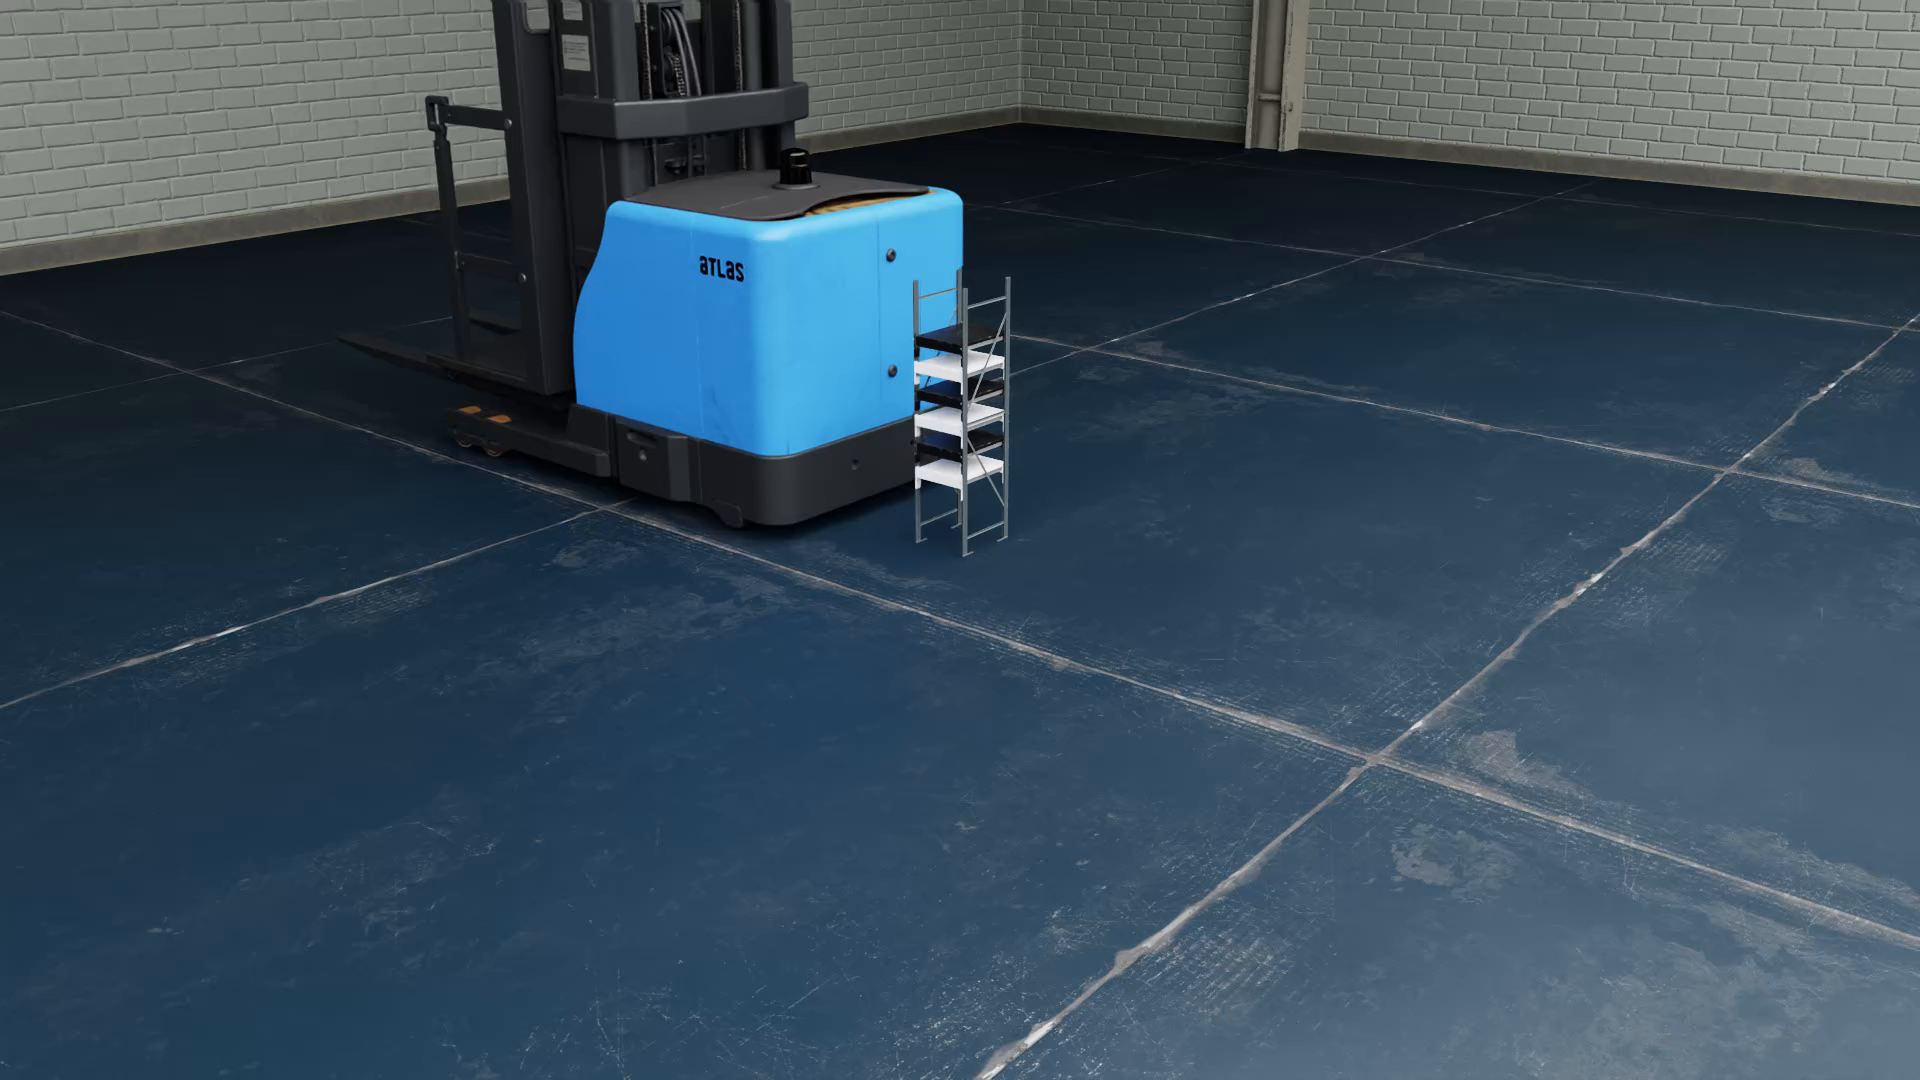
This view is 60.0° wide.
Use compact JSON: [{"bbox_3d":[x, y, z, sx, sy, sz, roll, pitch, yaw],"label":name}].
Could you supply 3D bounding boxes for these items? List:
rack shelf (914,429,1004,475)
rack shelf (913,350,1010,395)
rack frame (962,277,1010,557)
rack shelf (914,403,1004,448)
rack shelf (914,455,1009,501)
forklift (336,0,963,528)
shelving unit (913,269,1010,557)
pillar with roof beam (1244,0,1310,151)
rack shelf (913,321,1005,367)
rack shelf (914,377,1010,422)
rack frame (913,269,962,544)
[{"bbox_3d":[0.006,-0.304,5.548,0.200,0.077,0.258,16,26,36],"label":"rack shelf"},{"bbox_3d":[0.006,-0.556,5.453,0.200,0.077,0.258,16,26,36],"label":"rack shelf"},{"bbox_3d":[0.085,-0.397,5.444,0.006,0.900,0.240,16,26,36],"label":"rack frame"},{"bbox_3d":[0.006,-0.388,5.516,0.200,0.077,0.258,16,26,36],"label":"rack shelf"},{"bbox_3d":[0.006,-0.220,5.580,0.200,0.077,0.258,16,26,36],"label":"rack shelf"},{"bbox_3d":[-1.426,-1.822,6.346,3.031,2.935,1.130,17,26,37],"label":"forklift"},{"bbox_3d":[0.006,-0.419,5.505,0.210,0.900,0.258,16,26,36],"label":"shelving unit"},{"bbox_3d":[0.114,-6.600,10.417,0.400,9.000,9.100,16,26,36],"label":"pillar with roof beam"},{"bbox_3d":[0.006,-0.641,5.421,0.200,0.077,0.258,16,26,36],"label":"rack shelf"},{"bbox_3d":[0.006,-0.472,5.485,0.200,0.077,0.258,16,26,36],"label":"rack shelf"},{"bbox_3d":[-0.072,-0.442,5.565,0.006,0.900,0.240,16,26,36],"label":"rack frame"}]
